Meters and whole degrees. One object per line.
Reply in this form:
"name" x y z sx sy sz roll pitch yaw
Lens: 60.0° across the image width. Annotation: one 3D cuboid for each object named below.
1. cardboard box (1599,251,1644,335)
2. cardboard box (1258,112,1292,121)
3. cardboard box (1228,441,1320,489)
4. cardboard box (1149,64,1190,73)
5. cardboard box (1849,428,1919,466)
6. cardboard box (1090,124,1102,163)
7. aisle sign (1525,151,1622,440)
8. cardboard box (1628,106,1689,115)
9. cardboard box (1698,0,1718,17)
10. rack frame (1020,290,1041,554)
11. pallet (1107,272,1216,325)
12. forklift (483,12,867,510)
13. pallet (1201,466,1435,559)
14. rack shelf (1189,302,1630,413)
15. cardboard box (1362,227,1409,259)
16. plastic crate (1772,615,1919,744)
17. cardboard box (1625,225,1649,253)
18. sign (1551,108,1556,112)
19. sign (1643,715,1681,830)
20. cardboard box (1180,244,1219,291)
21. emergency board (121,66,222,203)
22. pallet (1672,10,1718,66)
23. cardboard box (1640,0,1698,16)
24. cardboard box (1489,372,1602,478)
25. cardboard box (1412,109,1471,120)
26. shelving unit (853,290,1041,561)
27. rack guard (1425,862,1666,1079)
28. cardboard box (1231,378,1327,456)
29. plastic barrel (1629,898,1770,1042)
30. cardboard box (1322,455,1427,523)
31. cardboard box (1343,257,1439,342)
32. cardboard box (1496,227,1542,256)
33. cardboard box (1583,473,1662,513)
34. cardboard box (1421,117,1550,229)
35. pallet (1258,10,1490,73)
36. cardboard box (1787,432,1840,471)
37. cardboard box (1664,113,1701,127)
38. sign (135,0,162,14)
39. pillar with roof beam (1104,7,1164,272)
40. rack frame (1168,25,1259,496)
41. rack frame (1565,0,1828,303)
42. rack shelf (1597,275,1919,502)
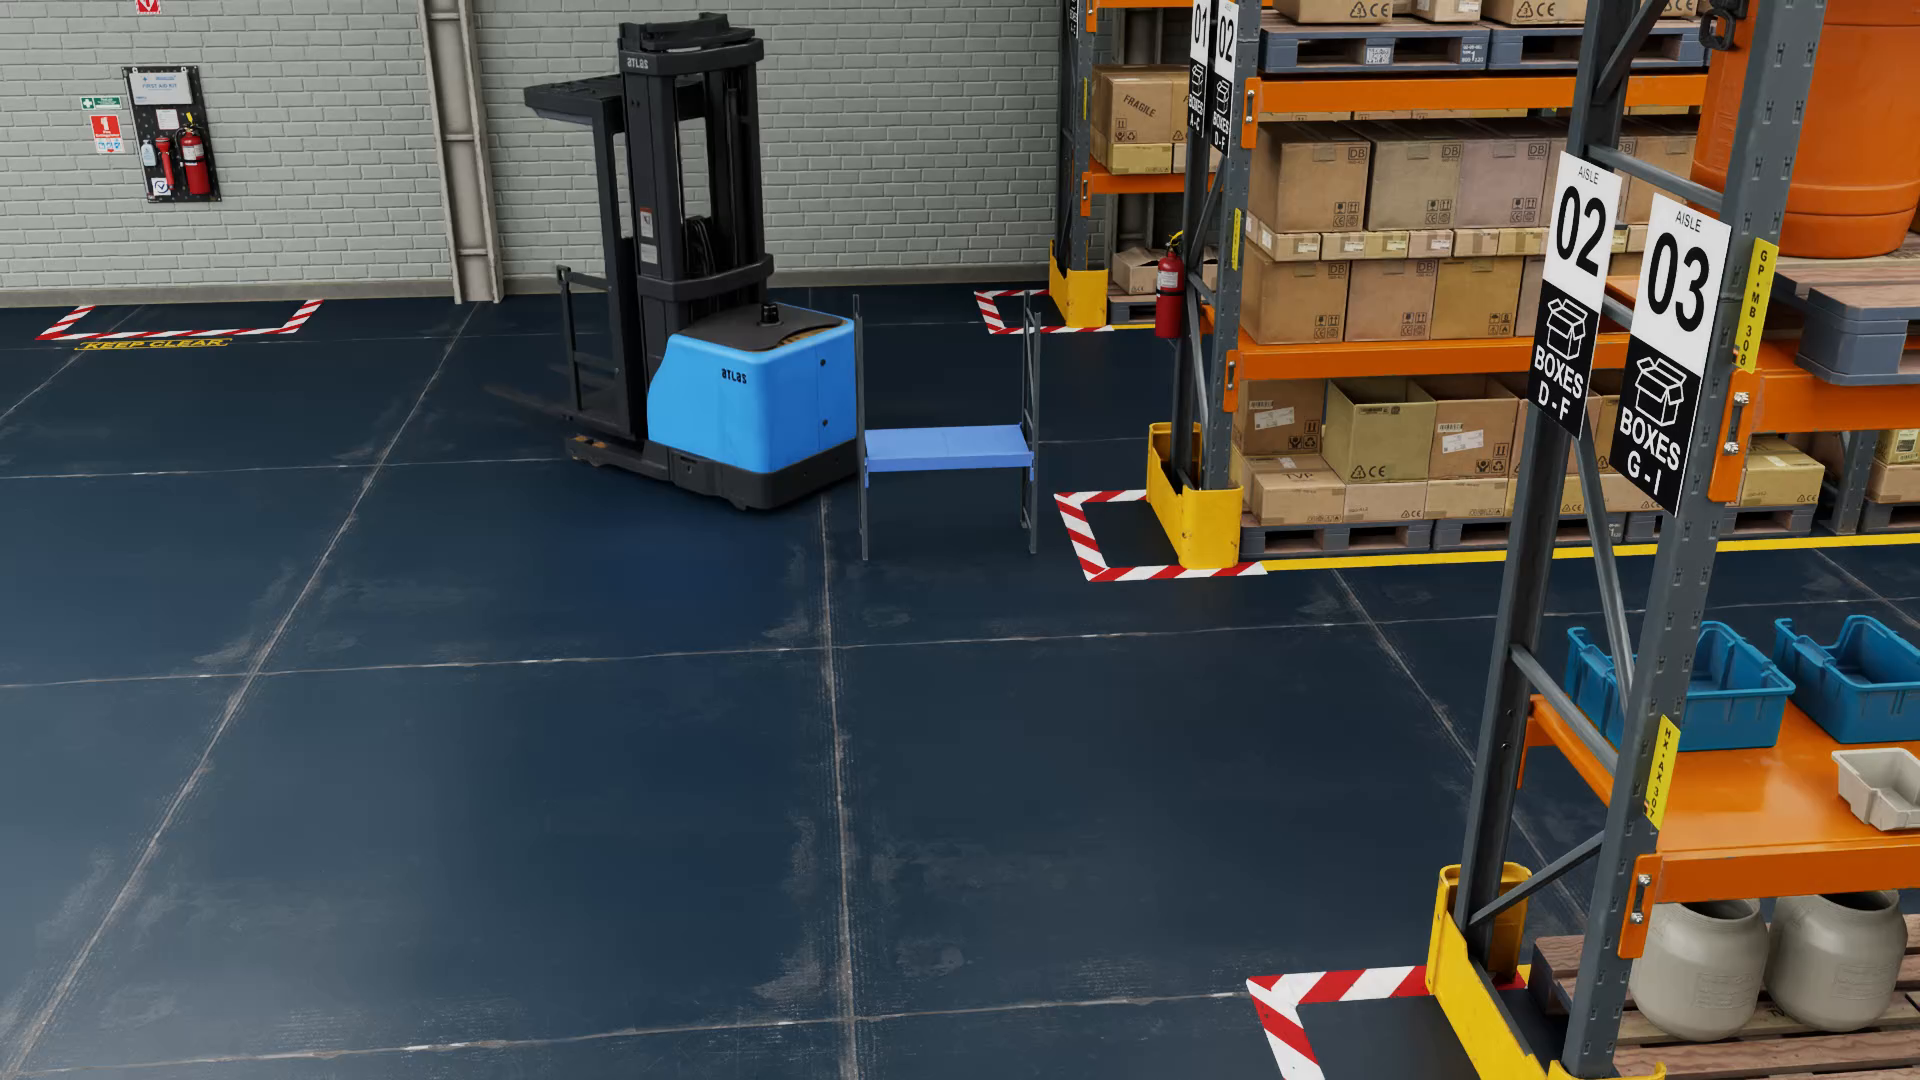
"cardboard box" 3.977 -1.580 9.988 0.500 0.500 0.700 -2 24 -4
"cardboard box" 2.483 -3.653 14.013 0.500 0.500 0.500 -3 24 -7
"cardboard box" 1.966 -0.513 10.579 0.500 0.250 0.500 -2 24 -5
"cardboard box" 1.920 -3.843 14.439 0.500 0.500 0.500 -2 24 -4
"cardboard box" 5.877 -0.704 10.318 0.500 0.311 0.500 -2 24 -5
"cardboard box" 1.417 -3.476 14.538 0.500 0.250 0.500 -2 24 -4
"aisle sign" 1.843 -0.739 5.020 0.004 0.787 0.394 -2 24 -5
"cardboard box" 6.018 -3.871 14.601 0.500 0.500 0.700 0 24 0
"cardboard box" 4.268 -2.949 9.119 0.250 0.149 0.380 -2 24 -5
"rack frame" 0.421 -0.702 9.983 0.032 1.500 0.500 -2 24 -5
"pallet" 1.858 -2.186 14.908 1.213 0.211 1.003 -2 24 -5
"forklift" -2.103 -1.992 11.124 3.031 2.935 1.130 17 29 34
"pallet" 2.218 -0.210 10.462 1.213 0.211 1.003 -2 24 -5
"rack shelf" 3.451 -1.188 10.115 4.000 0.370 1.077 -2 24 -5
"cardboard box" 2.383 -1.728 9.524 0.250 0.149 0.380 -2 24 -5
"plastic crate" 3.060 0.469 5.685 0.408 0.251 0.499 -2 24 -5
"cardboard box" 3.928 -1.791 9.664 0.250 0.149 0.380 -2 24 -4
"sign" 5.012 -3.775 13.984 0.005 0.325 0.100 -2 24 -5
"sign" 1.994 0.662 4.727 0.005 0.325 0.100 -2 24 -5
"cardboard box" 2.235 -2.425 14.782 0.500 0.311 0.500 0 24 -1
"emergency board" -6.852 -3.494 14.417 0.643 1.169 0.194 -2 24 -5
"pallet" 4.595 -2.882 9.457 1.213 0.211 1.003 -2 24 -5
"cardboard box" 3.790 -3.255 9.371 0.637 0.503 0.797 0 24 1
"cardboard box" 3.510 -0.705 10.088 0.500 0.500 0.500 -2 24 -5
"cardboard box" 4.015 -3.716 14.153 0.500 0.500 0.500 -2 24 -5
"shelving unit" -0.085 -0.682 9.938 1.048 1.500 0.538 -2 24 -5
"rack guard" 2.015 1.686 5.842 0.348 0.500 1.175 -2 24 -5
"cardboard box" 1.965 -0.856 10.429 0.500 0.500 0.500 -2 24 -5
"plastic barrel" 2.592 1.453 5.833 0.421 0.512 0.421 0 24 0
"cardboard box" 2.514 -0.325 10.156 0.500 0.250 0.500 -2 24 -5
"cardboard box" 2.449 -1.519 9.851 0.500 0.500 0.700 -2 24 -4
"cardboard box" 3.154 -1.760 9.594 0.250 0.149 0.380 -3 24 -6
"cardboard box" 4.007 -0.383 10.287 0.500 0.250 0.500 -2 24 -5
"cardboard box" 3.004 -2.134 9.639 0.500 0.500 0.700 -2 24 -5
"pallet" 2.167 -2.785 9.238 1.213 0.211 1.003 -2 24 -5
"cardboard box" 5.826 -0.665 10.922 0.500 0.250 0.500 -3 24 -6
"cardboard box" 4.498 -2.194 9.772 0.500 0.500 0.700 -2 24 -5
"sign" -6.870 -4.593 14.036 0.199 0.298 0.001 -2 24 -5
"pillar with roof beam" 2.005 -4.818 10.010 0.400 9.000 9.100 -2 24 -5
"rack frame" 1.461 -1.437 9.789 0.127 3.000 1.000 -2 24 -5
"rack frame" 1.944 -2.176 4.066 0.127 3.000 1.000 -2 24 -5
"rack shelf" 3.934 -0.556 5.001 4.000 0.370 1.077 -2 24 -5
